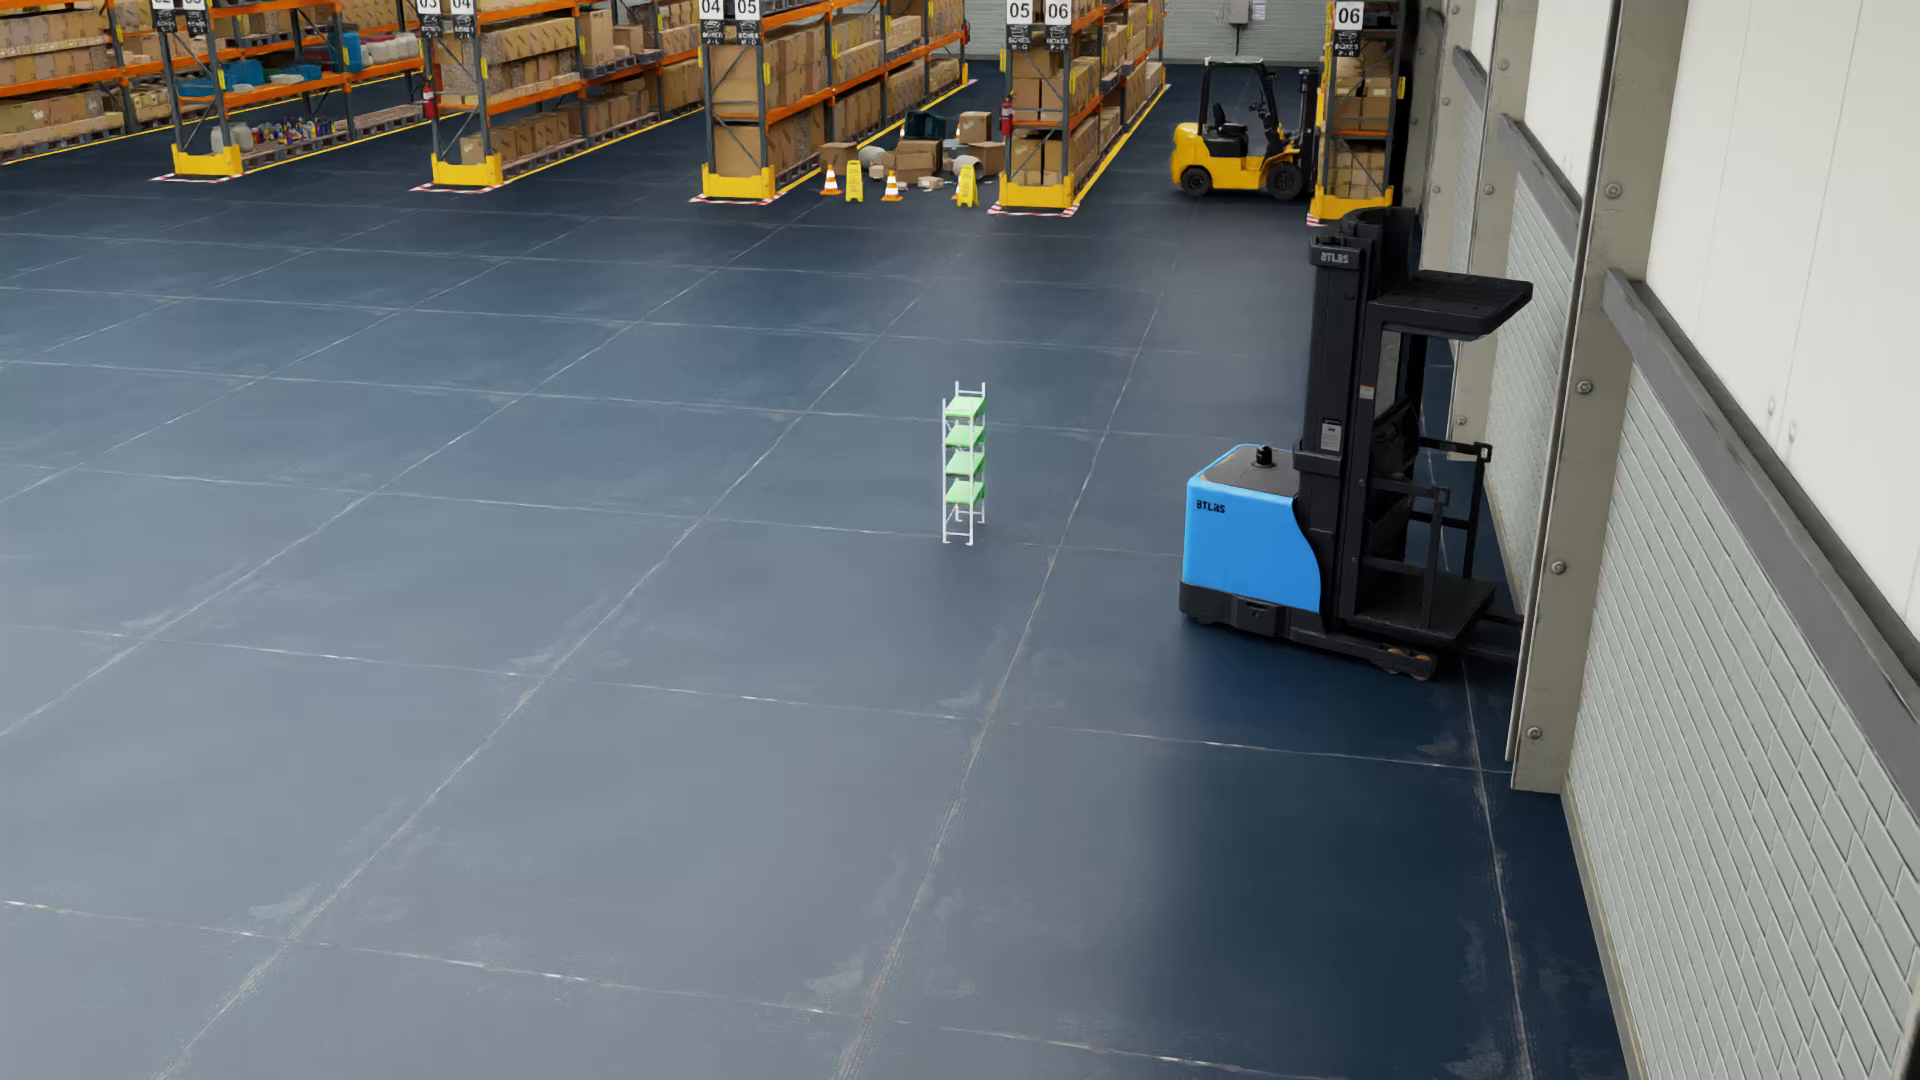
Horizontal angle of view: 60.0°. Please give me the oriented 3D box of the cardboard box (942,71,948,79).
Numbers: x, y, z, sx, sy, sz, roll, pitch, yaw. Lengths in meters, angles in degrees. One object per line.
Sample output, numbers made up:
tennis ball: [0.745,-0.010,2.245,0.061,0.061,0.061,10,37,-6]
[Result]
cardboard box: [-0.511,-11.177,39.978,0.380,0.149,0.250,5,22,11]

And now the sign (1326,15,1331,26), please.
sign: [7.991,-11.217,36.062,0.100,0.325,0.005,4,22,11]

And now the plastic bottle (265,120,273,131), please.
plastic bottle: [-13.215,-7.849,31.814,0.144,0.351,0.185,4,22,10]

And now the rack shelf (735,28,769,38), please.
rack shelf: [-5.629,-12.307,40.891,1.077,0.370,4.000,4,22,11]

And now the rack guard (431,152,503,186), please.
rack guard: [-8.470,-6.389,28.579,1.175,0.500,0.348,4,22,11]

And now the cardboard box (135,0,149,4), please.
cardboard box: [-20.429,-13.394,41.062,0.500,0.250,0.500,5,22,12]

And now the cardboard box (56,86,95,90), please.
cardboard box: [-17.768,-8.862,33.487,0.500,0.500,0.500,4,22,11]

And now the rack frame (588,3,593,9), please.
rack frame: [-10.070,-13.750,43.510,1.000,3.000,0.127,4,22,11]

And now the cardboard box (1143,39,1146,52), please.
cardboard box: [3.820,-10.901,36.637,0.500,0.250,0.500,4,22,10]

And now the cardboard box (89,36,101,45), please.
cardboard box: [-17.265,-9.882,32.903,0.380,0.149,0.250,4,22,10]

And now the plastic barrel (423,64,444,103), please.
plastic barrel: [-11.619,-10.193,37.020,0.600,0.830,0.708,4,22,11]

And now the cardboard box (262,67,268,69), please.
cardboard box: [-16.484,-10.797,38.935,0.500,0.500,0.500,4,22,9]

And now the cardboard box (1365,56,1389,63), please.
cardboard box: [6.990,-8.010,27.858,0.380,0.149,0.250,4,22,10]

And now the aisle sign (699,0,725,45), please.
aisle sign: [-3.959,-8.309,26.519,0.394,0.787,0.004,4,22,11]

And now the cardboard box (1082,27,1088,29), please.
cardboard box: [2.430,-9.732,32.440,0.500,0.500,0.500,6,23,14]

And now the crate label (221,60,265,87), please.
crate label: [-13.224,-8.609,30.697,0.502,0.435,0.616,4,22,11]

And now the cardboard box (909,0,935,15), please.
cardboard box: [-0.872,-12.289,38.012,0.500,0.500,0.500,5,22,12]

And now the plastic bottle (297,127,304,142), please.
plastic bottle: [-12.528,-7.712,31.582,0.097,0.271,0.097,0,22,0]

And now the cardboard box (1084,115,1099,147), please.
cardboard box: [2.174,-7.259,29.507,0.500,0.500,0.500,4,22,10]

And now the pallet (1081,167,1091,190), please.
pallet: [1.683,-6.239,28.593,1.003,0.211,1.213,4,22,11]

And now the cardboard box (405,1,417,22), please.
cardboard box: [-14.743,-13.991,43.974,0.500,0.500,0.500,5,23,13]

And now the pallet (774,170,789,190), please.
pallet: [-3.564,-6.111,28.275,1.003,0.211,1.213,4,22,11]

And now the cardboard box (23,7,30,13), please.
cardboard box: [-21.562,-12.307,38.363,0.500,0.250,0.500,5,22,12]

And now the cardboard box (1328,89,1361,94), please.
cardboard box: [6.034,-6.824,26.179,0.500,0.500,0.500,5,23,13]

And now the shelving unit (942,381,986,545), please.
shelving unit: [0.034,-0.617,13.310,0.258,1.200,0.503,4,22,11]

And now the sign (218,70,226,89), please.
sign: [-12.797,-7.983,28.821,0.100,0.325,0.005,4,22,11]

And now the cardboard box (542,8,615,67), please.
cardboard box: [-7.370,-9.737,32.180,1.000,1.000,1.000,5,22,11]

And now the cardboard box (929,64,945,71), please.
cardboard box: [-0.560,-11.421,40.184,0.380,0.149,0.250,4,22,9]

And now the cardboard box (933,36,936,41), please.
cardboard box: [-0.780,-11.757,38.898,0.380,0.149,0.250,3,22,9]

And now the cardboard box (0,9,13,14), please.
cardboard box: [-21.493,-11.884,37.285,0.380,0.149,0.250,1,22,2]

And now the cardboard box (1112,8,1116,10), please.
cardboard box: [3.012,-10.964,35.121,0.500,0.500,0.500,4,22,10]

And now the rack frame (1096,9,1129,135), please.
rack frame: [2.848,-9.691,33.432,1.000,3.000,0.127,4,22,11]

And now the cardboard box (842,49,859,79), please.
cardboard box: [-2.257,-9.154,31.965,0.500,0.500,0.500,4,22,11]

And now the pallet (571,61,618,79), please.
pallet: [-7.371,-9.163,32.378,1.003,0.211,1.213,4,22,11]

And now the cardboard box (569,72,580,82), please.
cardboard box: [-7.426,-8.766,31.472,0.380,0.149,0.250,4,22,11]

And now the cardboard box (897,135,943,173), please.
cardboard box: [-0.722,-6.849,29.534,0.797,0.637,0.503,4,22,11]

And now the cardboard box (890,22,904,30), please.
cardboard box: [-1.413,-11.112,35.937,0.380,0.149,0.250,4,22,10]

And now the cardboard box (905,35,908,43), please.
cardboard box: [-1.352,-10.936,36.296,0.380,0.149,0.250,5,23,13]

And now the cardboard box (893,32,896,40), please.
cardboard box: [-1.568,-10.699,35.310,0.380,0.149,0.250,5,22,11]

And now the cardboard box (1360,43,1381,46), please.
cardboard box: [7.783,-9.333,31.540,0.380,0.149,0.250,4,22,11]

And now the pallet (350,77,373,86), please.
pallet: [-15.593,-11.624,41.963,1.003,0.211,1.213,4,22,11]

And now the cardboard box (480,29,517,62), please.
cardboard box: [-7.998,-8.532,28.683,0.500,0.500,0.500,4,22,11]

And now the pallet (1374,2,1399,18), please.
pallet: [6.492,-8.443,26.436,1.003,0.211,1.213,4,22,11]

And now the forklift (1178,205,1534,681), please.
forklift: [3.097,-0.652,11.079,3.031,2.935,1.130,13,25,29]

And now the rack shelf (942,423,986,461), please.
rack shelf: [0.034,-0.780,13.244,0.258,0.148,0.480,4,22,11]

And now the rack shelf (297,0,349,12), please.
rack shelf: [-12.110,-11.151,34.003,1.077,0.370,4.000,4,22,11]

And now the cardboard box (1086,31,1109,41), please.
cardboard box: [2.474,-9.054,29.886,0.380,0.149,0.250,4,22,11]

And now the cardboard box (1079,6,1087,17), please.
cardboard box: [1.861,-8.610,27.068,0.380,0.149,0.250,5,22,12]

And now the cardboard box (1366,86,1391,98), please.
cardboard box: [6.399,-6.840,25.350,0.380,0.149,0.250,4,22,10]

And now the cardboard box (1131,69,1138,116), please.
cardboard box: [3.256,-9.473,35.171,0.875,0.875,0.875,5,22,12]

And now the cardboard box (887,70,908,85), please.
cardboard box: [-1.424,-10.014,36.014,0.500,0.250,0.500,5,22,11]

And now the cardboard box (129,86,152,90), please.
cardboard box: [-17.361,-9.463,35.233,0.500,0.311,0.500,4,22,11]

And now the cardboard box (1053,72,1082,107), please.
cardboard box: [1.686,-7.292,26.942,0.500,0.500,0.500,5,23,13]

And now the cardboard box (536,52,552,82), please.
cardboard box: [-7.962,-8.638,30.284,0.875,0.500,0.500,4,22,11]

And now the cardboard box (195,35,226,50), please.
cardboard box: [-16.668,-11.032,36.881,0.500,0.311,0.500,6,23,14]

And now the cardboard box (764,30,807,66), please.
cardboard box: [-3.187,-8.610,29.101,0.875,0.550,0.550,4,22,11]
